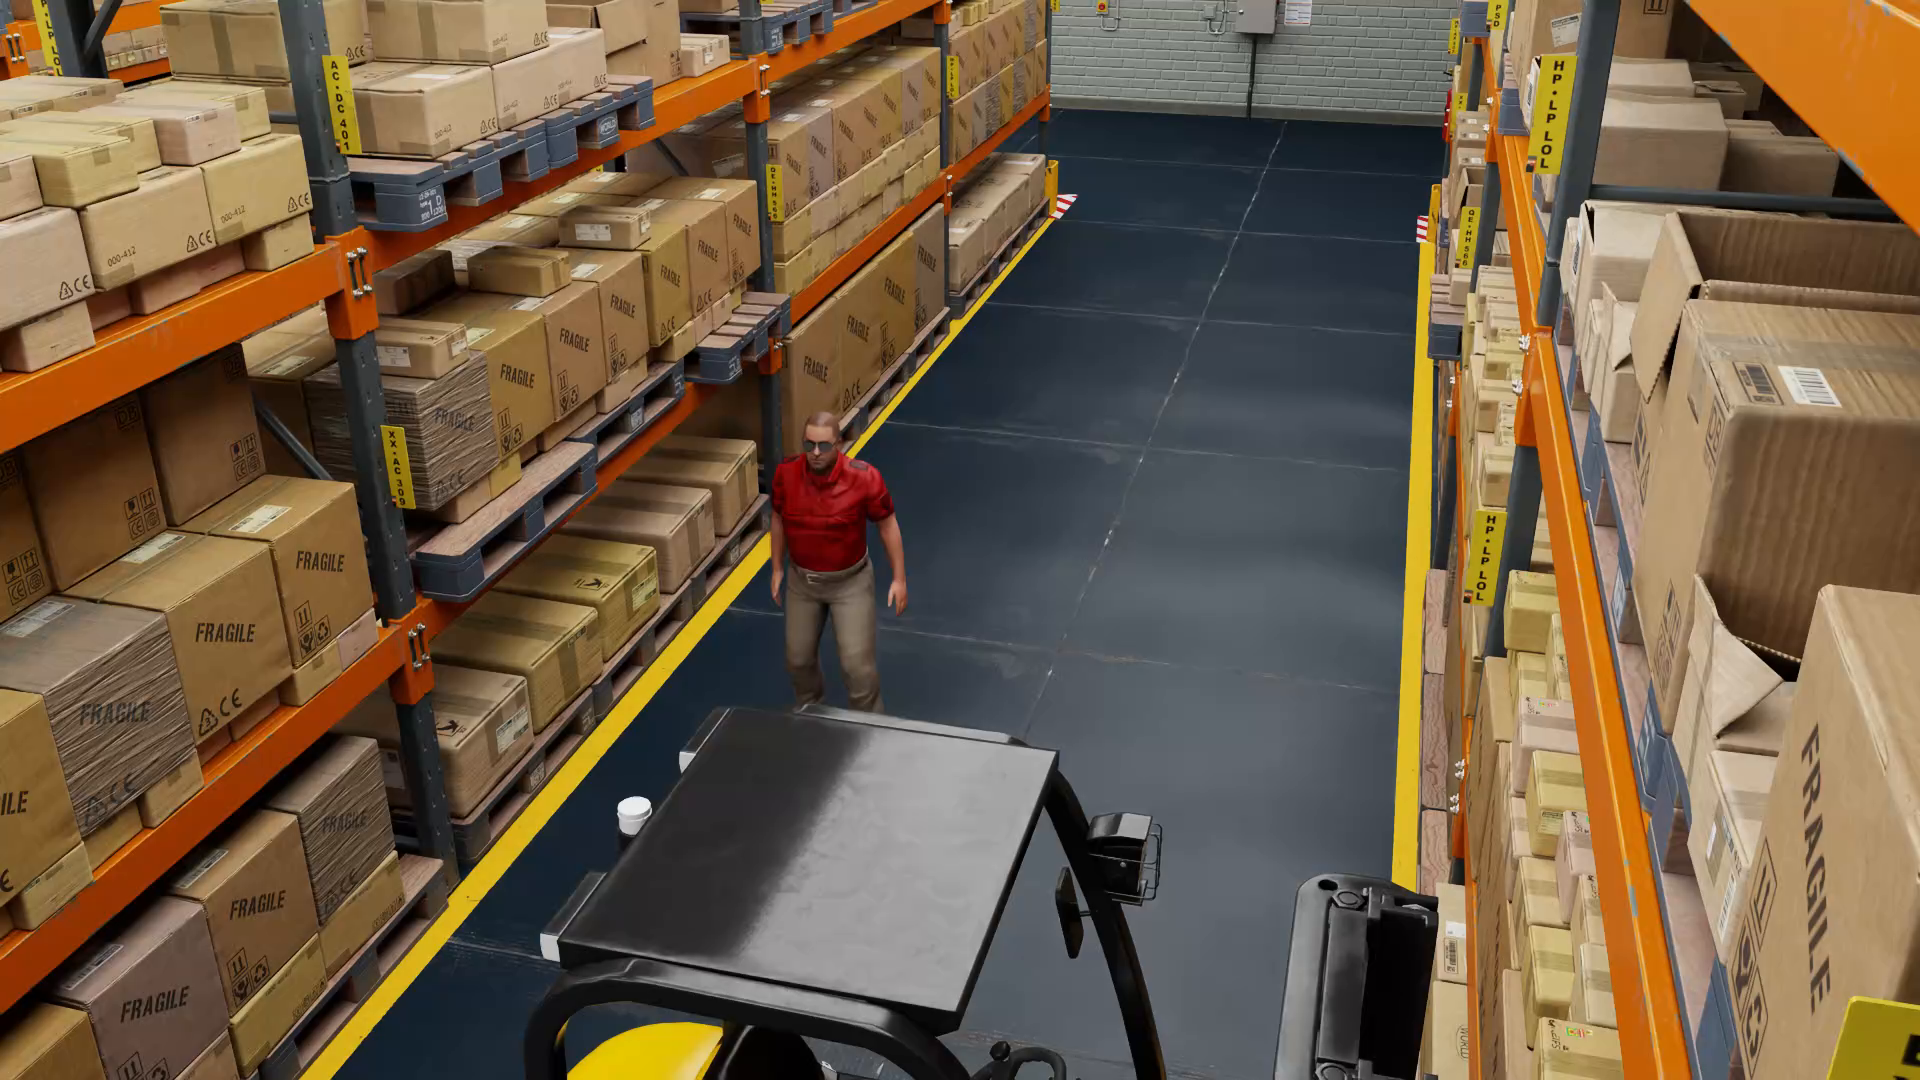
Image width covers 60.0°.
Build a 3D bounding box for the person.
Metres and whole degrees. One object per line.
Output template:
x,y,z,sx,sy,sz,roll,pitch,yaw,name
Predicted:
-0.587,0.231,7.675,0.674,1.721,0.498,6,26,13,person
